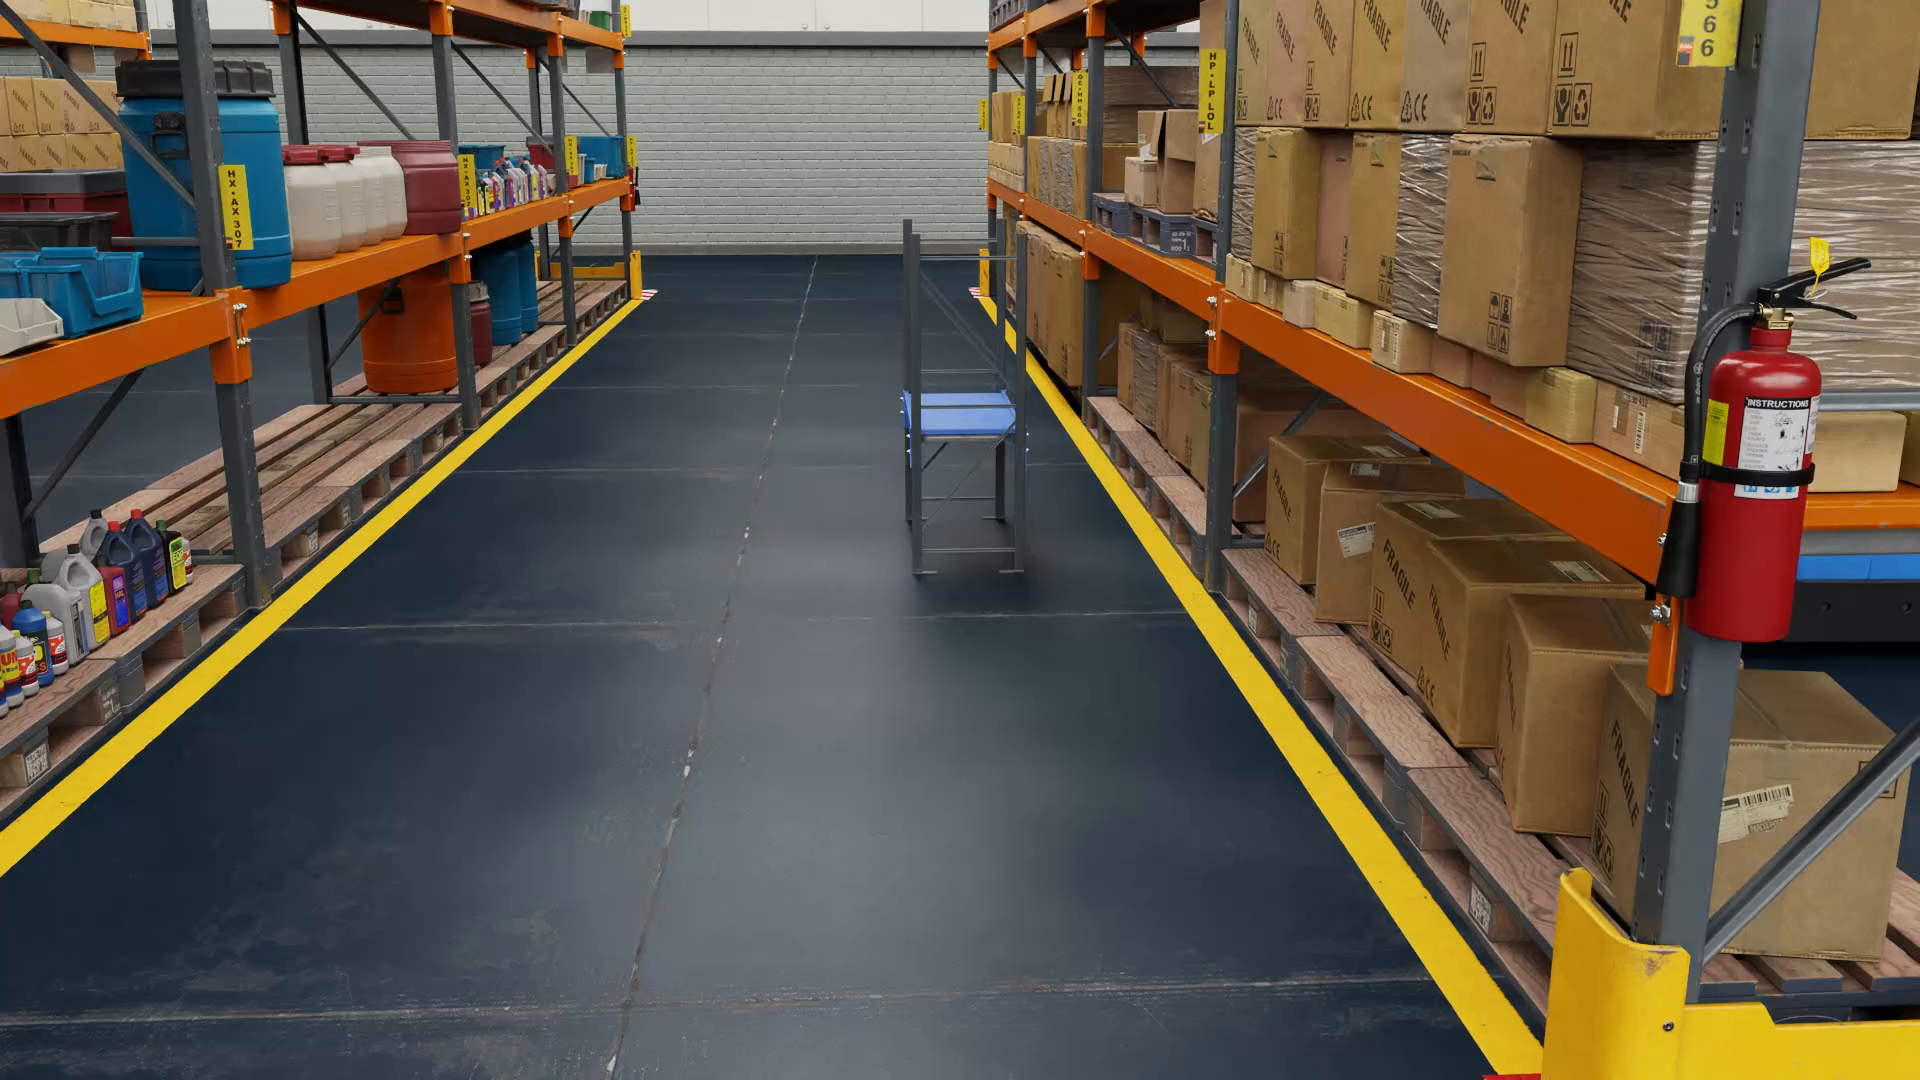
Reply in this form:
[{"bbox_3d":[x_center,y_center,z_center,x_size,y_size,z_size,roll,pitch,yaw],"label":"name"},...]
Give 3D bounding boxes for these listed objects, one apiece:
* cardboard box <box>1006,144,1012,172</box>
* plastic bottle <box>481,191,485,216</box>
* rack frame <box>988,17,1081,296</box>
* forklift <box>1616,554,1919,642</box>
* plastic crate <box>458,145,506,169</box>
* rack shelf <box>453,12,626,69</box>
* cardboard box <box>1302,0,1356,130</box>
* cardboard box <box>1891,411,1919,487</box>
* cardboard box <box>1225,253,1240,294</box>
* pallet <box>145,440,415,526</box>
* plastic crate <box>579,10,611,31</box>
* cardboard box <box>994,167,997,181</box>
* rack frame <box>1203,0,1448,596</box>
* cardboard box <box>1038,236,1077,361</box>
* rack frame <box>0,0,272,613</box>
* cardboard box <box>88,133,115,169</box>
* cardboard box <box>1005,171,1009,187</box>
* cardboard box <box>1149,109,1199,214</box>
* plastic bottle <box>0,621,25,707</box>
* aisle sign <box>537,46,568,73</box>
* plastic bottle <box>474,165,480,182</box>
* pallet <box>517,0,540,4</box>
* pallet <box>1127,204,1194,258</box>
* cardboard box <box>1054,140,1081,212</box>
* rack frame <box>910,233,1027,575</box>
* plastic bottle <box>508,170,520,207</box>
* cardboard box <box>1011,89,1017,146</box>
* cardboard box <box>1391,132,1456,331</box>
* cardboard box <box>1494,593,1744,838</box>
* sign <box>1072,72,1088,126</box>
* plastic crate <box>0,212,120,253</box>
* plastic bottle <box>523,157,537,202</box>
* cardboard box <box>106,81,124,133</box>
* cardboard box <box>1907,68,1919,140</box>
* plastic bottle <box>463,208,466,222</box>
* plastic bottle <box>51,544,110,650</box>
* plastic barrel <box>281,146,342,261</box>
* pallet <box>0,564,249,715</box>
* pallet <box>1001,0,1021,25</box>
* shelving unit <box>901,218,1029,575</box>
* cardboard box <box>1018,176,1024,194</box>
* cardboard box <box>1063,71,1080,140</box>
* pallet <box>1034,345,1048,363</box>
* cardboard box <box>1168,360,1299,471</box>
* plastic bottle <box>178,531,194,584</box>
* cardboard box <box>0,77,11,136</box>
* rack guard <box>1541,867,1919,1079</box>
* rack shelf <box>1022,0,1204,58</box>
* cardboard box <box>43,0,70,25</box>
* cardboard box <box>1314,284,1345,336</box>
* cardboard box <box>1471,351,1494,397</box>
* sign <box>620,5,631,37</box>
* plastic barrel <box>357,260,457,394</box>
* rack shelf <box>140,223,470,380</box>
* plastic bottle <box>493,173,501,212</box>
[{"bbox_3d":[0.708,-3.660,15.937,0.500,0.250,0.500,-1,14,-2],"label":"cardboard box"},{"bbox_3d":[-3.353,-2.350,11.539,0.097,0.201,0.097,0,14,0],"label":"plastic bottle"},{"bbox_3d":[0.816,-4.222,18.417,1.000,3.000,0.127,-1,14,-3],"label":"rack frame"},{"bbox_3d":[3.386,-1.343,7.364,1.130,2.935,3.031,0,14,0],"label":"forklift"},{"bbox_3d":[-4.249,-3.283,14.679,0.392,0.384,0.575,-1,14,-3],"label":"plastic crate"},{"bbox_3d":[-4.004,-4.753,15.902,1.077,0.370,4.000,-1,14,-3],"label":"rack shelf"},{"bbox_3d":[1.396,-1.550,5.227,0.500,0.500,0.500,-1,14,-3],"label":"cardboard box"},{"bbox_3d":[2.027,-0.196,3.272,0.380,0.149,0.250,-1,14,-3],"label":"cardboard box"},{"bbox_3d":[1.272,-1.058,6.623,0.380,0.149,0.250,-1,14,-3],"label":"cardboard box"},{"bbox_3d":[-3.550,-0.310,8.807,1.003,0.211,1.213,-1,14,-3],"label":"pallet"},{"bbox_3d":[-3.781,-5.255,16.836,0.450,0.188,0.336,-1,14,-3],"label":"plastic crate"},{"bbox_3d":[0.559,-3.815,17.338,0.380,0.149,0.250,-1,14,-4],"label":"cardboard box"},{"bbox_3d":[1.559,-1.238,6.818,1.000,3.000,0.127,-1,14,-3],"label":"rack frame"},{"bbox_3d":[1.242,-1.801,12.427,1.225,0.875,0.875,-1,14,-3],"label":"cardboard box"},{"bbox_3d":[-3.384,-1.161,6.521,1.000,3.000,0.127,-1,14,-3],"label":"rack frame"},{"bbox_3d":[-8.711,-3.758,16.413,0.500,0.500,0.500,-1,14,-3],"label":"cardboard box"},{"bbox_3d":[0.638,-3.496,16.099,0.380,0.149,0.250,-1,14,-4],"label":"cardboard box"},{"bbox_3d":[1.360,-1.921,8.423,0.797,0.503,0.637,1,14,2],"label":"cardboard box"},{"bbox_3d":[-2.965,0.376,5.139,0.097,0.271,0.097,0,14,0],"label":"plastic bottle"},{"bbox_3d":[-4.429,-5.418,17.848,0.394,0.787,0.004,-1,14,-3],"label":"aisle sign"},{"bbox_3d":[-3.571,-2.594,12.187,0.144,0.351,0.185,-1,14,-3],"label":"plastic bottle"},{"bbox_3d":[-3.660,-4.037,12.055,1.003,0.211,1.213,-1,14,-3],"label":"pallet"},{"bbox_3d":[1.475,-1.648,8.797,1.003,0.211,1.213,-1,14,-3],"label":"pallet"},{"bbox_3d":[0.973,-2.653,12.118,0.500,0.500,0.500,-1,14,-5],"label":"cardboard box"},{"bbox_3d":[0.037,-0.579,7.266,0.500,1.500,0.032,-1,14,-3],"label":"rack frame"},{"bbox_3d":[-3.456,-2.690,12.712,0.152,0.276,0.135,-1,14,-3],"label":"plastic bottle"},{"bbox_3d":[0.741,-3.897,15.352,0.500,0.500,0.500,-1,14,-3],"label":"cardboard box"},{"bbox_3d":[1.662,-0.820,4.397,0.875,0.500,0.500,-1,14,-3],"label":"cardboard box"},{"bbox_3d":[1.714,0.460,4.391,0.500,0.500,0.500,3,15,11],"label":"cardboard box"},{"bbox_3d":[0.758,-2.784,10.503,0.100,0.325,0.005,-1,14,-3],"label":"sign"},{"bbox_3d":[-3.479,-0.999,6.015,0.767,0.338,0.504,-1,14,-3],"label":"plastic crate"},{"bbox_3d":[-3.496,-2.904,13.391,0.144,0.351,0.185,-1,14,-3],"label":"plastic bottle"},{"bbox_3d":[-8.738,-4.371,16.787,0.500,0.500,0.500,0,14,-2],"label":"cardboard box"},{"bbox_3d":[2.045,-1.061,3.325,0.500,0.500,0.500,-1,14,-3],"label":"cardboard box"},{"bbox_3d":[-3.316,-2.236,10.954,0.097,0.271,0.097,0,14,0],"label":"plastic bottle"},{"bbox_3d":[-3.025,0.192,5.693,0.144,0.351,0.185,-1,14,-4],"label":"plastic bottle"},{"bbox_3d":[-3.270,-1.651,8.151,0.433,0.535,0.433,0,14,0],"label":"plastic barrel"},{"bbox_3d":[-3.384,0.357,6.216,1.003,0.211,1.213,-1,14,-3],"label":"pallet"},{"bbox_3d":[0.951,-5.144,16.156,1.003,0.211,1.213,-1,14,-3],"label":"pallet"},{"bbox_3d":[0.005,-0.705,7.757,0.538,1.500,1.048,-1,14,-3],"label":"shelving unit"},{"bbox_3d":[0.718,-3.177,14.857,0.380,0.149,0.250,-1,14,-3],"label":"cardboard box"},{"bbox_3d":[1.197,-3.278,12.532,0.797,0.503,0.637,0,14,-2],"label":"cardboard box"},{"bbox_3d":[1.187,-1.686,14.157,1.003,0.211,1.213,-1,14,-3],"label":"pallet"},{"bbox_3d":[1.497,-0.651,8.672,0.700,0.500,0.500,-2,15,-8],"label":"cardboard box"},{"bbox_3d":[-3.051,0.066,6.482,0.097,0.201,0.097,0,14,0],"label":"plastic bottle"},{"bbox_3d":[-8.572,-3.730,14.295,0.500,0.500,0.500,-1,14,-2],"label":"cardboard box"},{"bbox_3d":[1.802,0.949,3.336,1.175,0.500,0.348,-1,14,-3],"label":"rack guard"},{"bbox_3d":[1.188,-3.834,12.333,1.077,0.370,4.000,-1,14,-3],"label":"rack shelf"},{"bbox_3d":[-8.698,-4.953,15.540,0.500,0.250,0.500,-1,14,-3],"label":"cardboard box"},{"bbox_3d":[1.374,-0.748,5.416,0.380,0.149,0.250,-1,14,-3],"label":"cardboard box"},{"bbox_3d":[1.527,-0.438,4.213,0.380,0.149,0.250,-1,14,-3],"label":"cardboard box"},{"bbox_3d":[-3.580,-5.560,17.808,0.100,0.325,0.005,-1,14,-3],"label":"sign"},{"bbox_3d":[-3.679,-1.430,11.077,0.600,0.830,0.708,-1,14,-3],"label":"plastic barrel"},{"bbox_3d":[-3.508,-1.310,8.543,1.077,0.370,4.000,-1,14,-3],"label":"rack shelf"},{"bbox_3d":[-3.388,-2.523,12.071,0.097,0.271,0.097,0,14,0],"label":"plastic bottle"}]
